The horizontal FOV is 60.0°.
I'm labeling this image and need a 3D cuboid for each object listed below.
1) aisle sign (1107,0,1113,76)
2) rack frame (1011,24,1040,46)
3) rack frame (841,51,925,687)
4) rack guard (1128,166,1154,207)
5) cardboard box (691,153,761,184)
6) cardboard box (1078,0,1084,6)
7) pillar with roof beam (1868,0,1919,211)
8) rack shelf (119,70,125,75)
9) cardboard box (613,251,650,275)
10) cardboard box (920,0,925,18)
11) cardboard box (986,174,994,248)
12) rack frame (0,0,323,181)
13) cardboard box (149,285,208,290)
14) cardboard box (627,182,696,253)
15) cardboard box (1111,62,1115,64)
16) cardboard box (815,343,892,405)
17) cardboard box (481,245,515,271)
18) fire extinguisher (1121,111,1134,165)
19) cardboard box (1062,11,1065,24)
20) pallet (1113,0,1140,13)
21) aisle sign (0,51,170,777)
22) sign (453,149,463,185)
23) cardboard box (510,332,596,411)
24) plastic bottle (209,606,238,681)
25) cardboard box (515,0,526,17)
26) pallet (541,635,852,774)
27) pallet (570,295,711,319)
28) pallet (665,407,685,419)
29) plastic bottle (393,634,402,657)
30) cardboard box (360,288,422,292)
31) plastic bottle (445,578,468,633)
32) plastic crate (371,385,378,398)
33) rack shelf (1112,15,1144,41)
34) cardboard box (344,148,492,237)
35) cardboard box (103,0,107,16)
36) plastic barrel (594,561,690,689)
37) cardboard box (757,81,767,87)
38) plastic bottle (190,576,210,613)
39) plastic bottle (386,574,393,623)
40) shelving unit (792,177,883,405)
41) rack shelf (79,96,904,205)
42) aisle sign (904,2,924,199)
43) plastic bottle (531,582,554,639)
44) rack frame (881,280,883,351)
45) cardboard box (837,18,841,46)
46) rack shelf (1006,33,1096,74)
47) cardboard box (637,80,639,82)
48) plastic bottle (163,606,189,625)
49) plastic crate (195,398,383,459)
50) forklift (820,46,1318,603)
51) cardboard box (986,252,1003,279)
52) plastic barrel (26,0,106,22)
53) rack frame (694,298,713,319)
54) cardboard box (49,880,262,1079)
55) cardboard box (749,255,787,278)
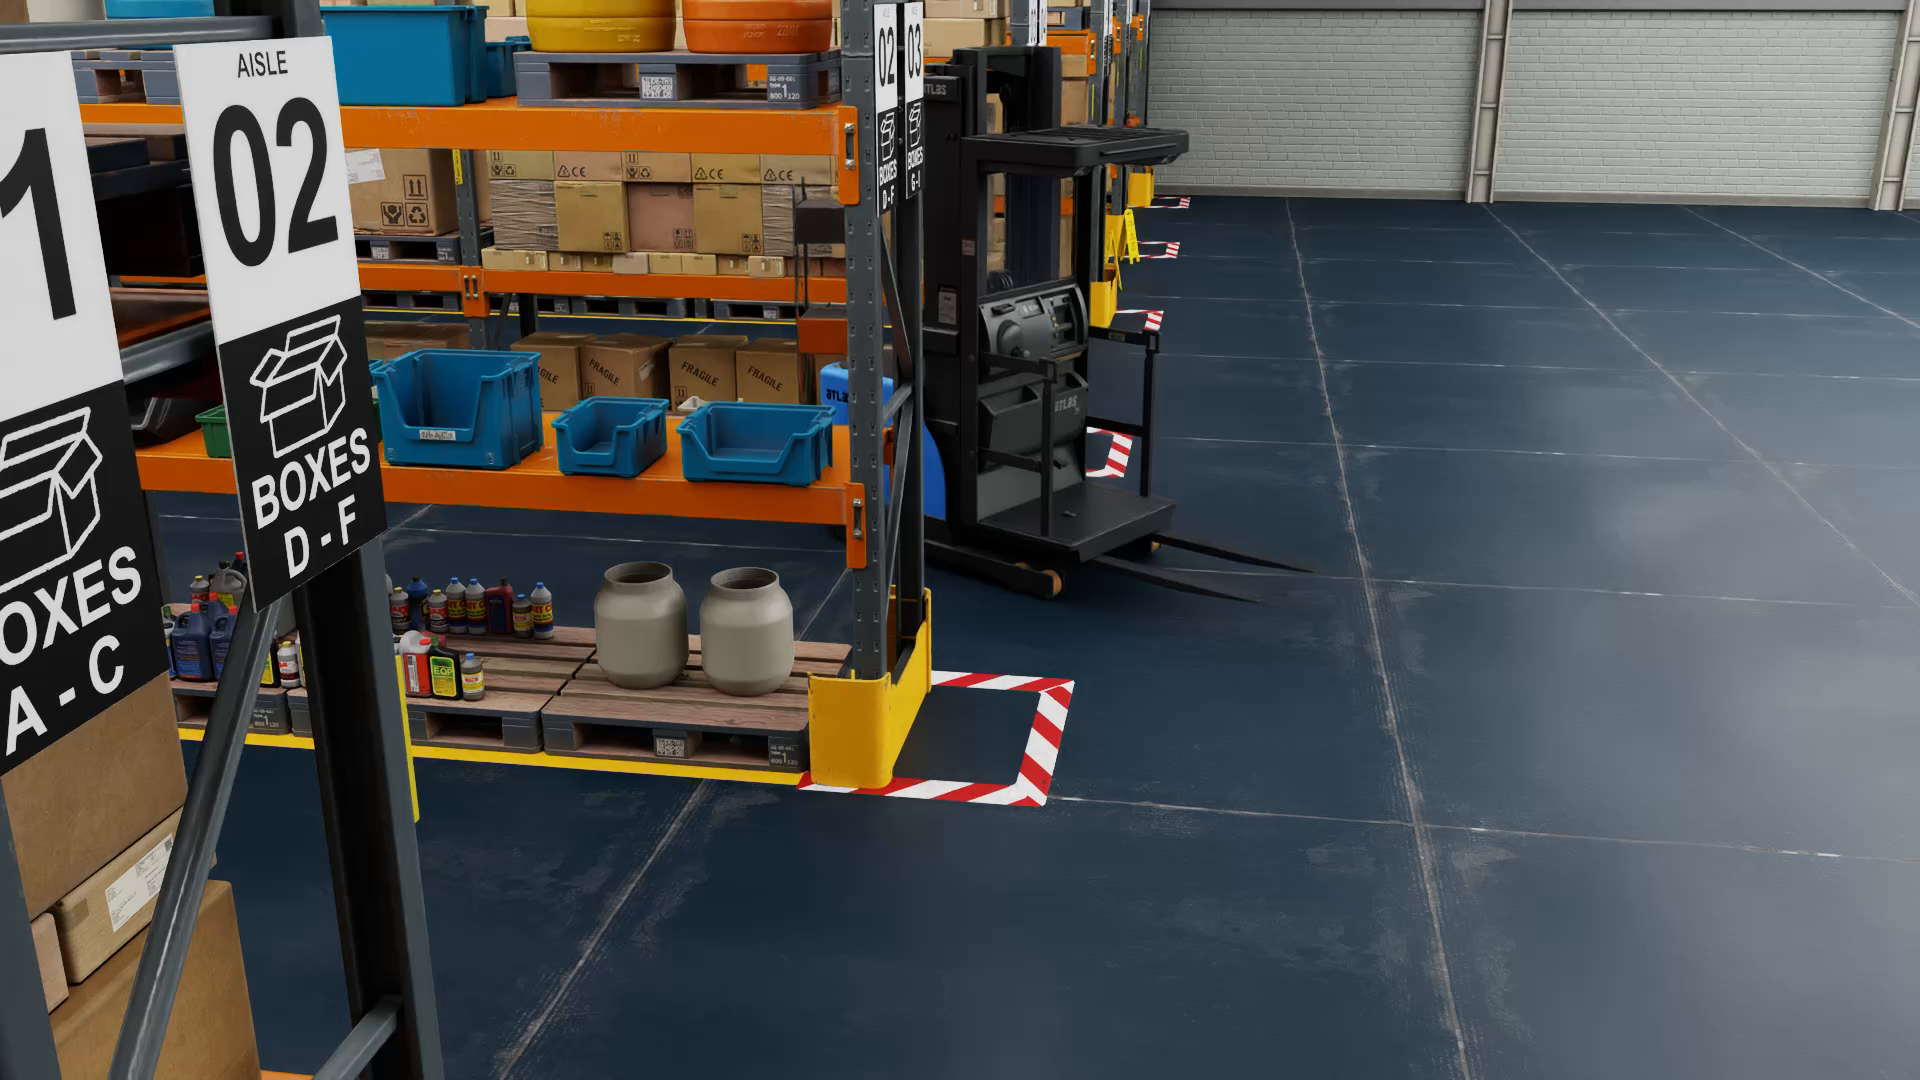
[{"bbox_3d":[1.479,-4.979,16.360,0.004,0.787,0.394,3,19,9],"label":"aisle sign"},{"bbox_3d":[0.474,-2.107,11.873,0.127,3.000,1.000,3,19,9],"label":"rack frame"},{"bbox_3d":[-0.311,-0.555,7.236,0.127,3.000,1.000,3,19,9],"label":"rack frame"},{"bbox_3d":[2.854,-5.580,26.193,0.348,0.500,1.175,3,19,9],"label":"rack guard"},{"bbox_3d":[-1.588,-2.797,11.733,0.500,0.500,0.500,3,19,9],"label":"cardboard box"},{"bbox_3d":[1.073,-5.323,16.335,0.250,0.149,0.380,3,19,9],"label":"cardboard box"},{"bbox_3d":[13.451,-7.977,19.961,0.400,9.000,9.100,3,19,9],"label":"pillar with roof beam"},{"bbox_3d":[-5.450,-3.490,12.414,4.000,0.370,1.077,3,19,9],"label":"rack shelf"},{"bbox_3d":[-2.326,-2.029,12.034,0.250,0.149,0.380,3,19,9],"label":"cardboard box"},{"bbox_3d":[-0.375,-3.593,11.195,0.250,0.149,0.380,2,19,6],"label":"cardboard box"},{"bbox_3d":[-0.064,-2.332,11.918,0.500,0.500,0.875,3,19,9],"label":"cardboard box"},{"bbox_3d":[-1.100,-1.849,1.646,0.127,3.000,1.000,3,19,9],"label":"rack frame"},{"bbox_3d":[-6.233,-1.841,13.141,0.500,0.250,0.500,5,19,15],"label":"cardboard box"},{"bbox_3d":[-2.043,-2.425,12.197,0.500,0.500,0.875,3,19,9],"label":"cardboard box"},{"bbox_3d":[2.280,-7.380,25.983,0.250,0.149,0.380,4,19,11],"label":"cardboard box"},{"bbox_3d":[-0.735,-1.177,12.371,0.500,0.500,0.500,8,20,23],"label":"cardboard box"},{"bbox_3d":[-3.310,-2.084,12.201,0.250,0.149,0.380,3,19,9],"label":"cardboard box"},{"bbox_3d":[2.086,-5.025,20.716,0.183,0.674,0.296,3,19,9],"label":"fire extinguisher"},{"bbox_3d":[1.399,-6.448,20.514,0.250,0.149,0.380,3,19,9],"label":"cardboard box"},{"bbox_3d":[2.136,-8.191,25.469,1.213,0.211,1.003,3,19,9],"label":"pallet"},{"bbox_3d":[-1.082,-0.141,1.901,0.004,0.787,0.394,3,19,9],"label":"aisle sign"},{"bbox_3d":[-3.559,-2.683,11.771,0.005,0.325,0.100,3,19,9],"label":"sign"},{"bbox_3d":[-3.086,-1.289,12.707,0.500,0.500,0.500,2,19,7],"label":"cardboard box"},{"bbox_3d":[-3.343,0.471,7.649,0.185,0.351,0.144,2,19,6],"label":"plastic bottle"},{"bbox_3d":[-2.929,-3.744,11.646,0.250,0.149,0.380,2,19,6],"label":"cardboard box"},{"bbox_3d":[-1.195,0.735,7.773,1.213,0.211,1.003,3,19,9],"label":"pallet"},{"bbox_3d":[-3.362,-2.550,17.592,1.213,0.211,1.003,3,19,9],"label":"pallet"},{"bbox_3d":[-1.598,-0.903,12.668,1.213,0.211,1.003,3,19,9],"label":"pallet"},{"bbox_3d":[-2.575,0.544,7.548,0.135,0.276,0.152,2,19,7],"label":"plastic bottle"},{"bbox_3d":[-5.951,-3.132,17.820,0.750,0.750,1.050,3,19,8],"label":"cardboard box"},{"bbox_3d":[-2.489,0.319,8.230,0.097,0.271,0.097,0,18,0],"label":"plastic bottle"},{"bbox_3d":[-2.617,-0.629,7.872,0.437,0.136,0.530,3,19,9],"label":"plastic crate"},{"bbox_3d":[0.855,-7.949,25.739,4.000,0.370,1.077,3,19,9],"label":"rack shelf"},{"bbox_3d":[-4.237,-2.876,12.564,1.000,1.000,1.000,3,19,9],"label":"cardboard box"},{"bbox_3d":[-6.003,-4.063,12.045,0.500,0.500,0.500,2,19,7],"label":"cardboard box"},{"bbox_3d":[-1.468,0.391,7.666,0.421,0.512,0.421,0,18,0],"label":"plastic barrel"},{"bbox_3d":[-1.668,-4.420,16.847,0.550,0.550,0.875,3,19,9],"label":"cardboard box"},{"bbox_3d":[-3.853,0.282,8.449,0.097,0.201,0.097,0,18,0],"label":"plastic bottle"},{"bbox_3d":[-2.911,0.304,8.267,0.135,0.276,0.152,3,19,10],"label":"plastic bottle"},{"bbox_3d":[-0.772,-1.257,10.749,0.503,2.100,0.431,1,19,4],"label":"shelving unit"},{"bbox_3d":[-2.286,-1.737,7.175,4.000,0.370,1.077,3,19,9],"label":"rack shelf"},{"bbox_3d":[-0.194,-1.876,7.086,0.004,0.787,0.394,3,19,9],"label":"aisle sign"},{"bbox_3d":[-2.052,0.341,8.163,0.097,0.271,0.097,0,18,0],"label":"plastic bottle"},{"bbox_3d":[-0.528,-1.250,10.731,0.015,2.100,0.400,1,19,4],"label":"rack frame"},{"bbox_3d":[-0.535,-3.427,11.328,0.500,0.250,0.500,3,19,9],"label":"cardboard box"},{"bbox_3d":[-0.614,-4.838,16.441,4.000,0.370,1.077,3,19,9],"label":"rack shelf"},{"bbox_3d":[-3.911,-5.831,21.713,0.500,0.500,0.500,2,19,7],"label":"cardboard box"},{"bbox_3d":[-3.676,0.451,7.817,0.133,0.283,0.061,3,19,9],"label":"plastic bottle"},{"bbox_3d":[-2.965,-0.499,7.402,0.662,0.188,0.450,3,19,9],"label":"plastic crate"},{"bbox_3d":[0.589,-1.247,9.410,3.031,2.935,1.130,15,24,37],"label":"forklift"},{"bbox_3d":[0.160,-1.938,11.763,0.250,0.149,0.380,3,19,9],"label":"cardboard box"},{"bbox_3d":[-3.866,-2.348,7.028,0.421,0.512,0.421,0,18,0],"label":"plastic barrel"},{"bbox_3d":[-2.588,-3.857,17.104,0.127,3.000,1.000,3,19,9],"label":"rack frame"},{"bbox_3d":[-1.559,0.921,2.665,0.500,0.500,0.700,3,19,9],"label":"cardboard box"},{"bbox_3d":[-1.337,-1.980,11.890,0.250,0.149,0.380,3,19,9],"label":"cardboard box"}]
